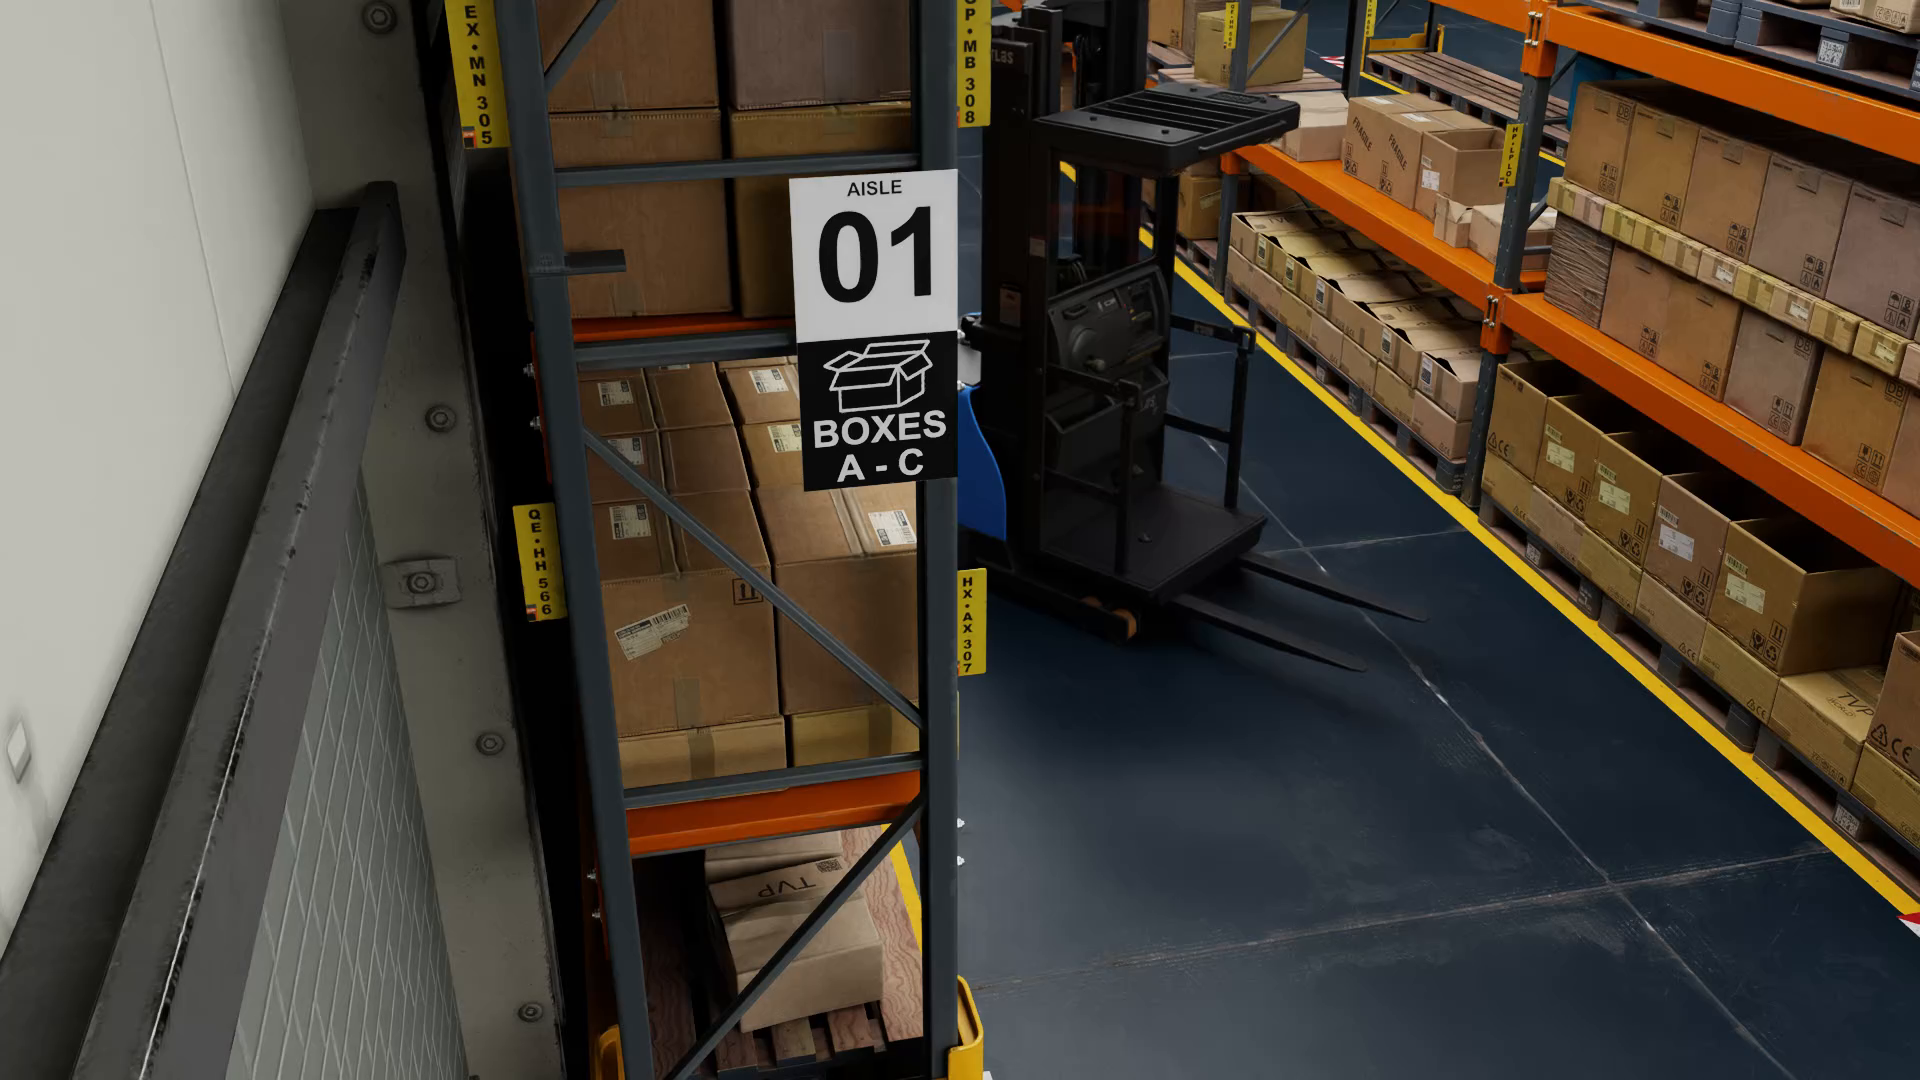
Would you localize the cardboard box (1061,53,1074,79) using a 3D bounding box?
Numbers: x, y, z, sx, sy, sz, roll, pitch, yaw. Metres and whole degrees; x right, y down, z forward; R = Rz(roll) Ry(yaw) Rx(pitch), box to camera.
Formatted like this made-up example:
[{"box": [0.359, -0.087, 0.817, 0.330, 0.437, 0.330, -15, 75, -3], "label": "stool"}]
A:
[{"box": [1.186, -5.011, 18.132, 0.797, 0.503, 0.637, -6, 27, -12], "label": "cardboard box"}]

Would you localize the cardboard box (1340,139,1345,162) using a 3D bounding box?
[{"box": [2.858, -2.683, 11.515, 0.380, 0.149, 0.250, -4, 27, -8], "label": "cardboard box"}]

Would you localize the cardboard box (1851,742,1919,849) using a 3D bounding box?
[{"box": [3.910, 0.997, 6.530, 0.500, 0.250, 0.500, -6, 27, -12], "label": "cardboard box"}]

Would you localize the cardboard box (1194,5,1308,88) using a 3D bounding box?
[{"box": [2.264, -3.846, 12.964, 0.700, 0.500, 0.500, -16, 31, -29], "label": "cardboard box"}]

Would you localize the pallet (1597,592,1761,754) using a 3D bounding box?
[{"box": [3.834, 0.542, 7.942, 1.003, 0.211, 1.213, -6, 27, -12], "label": "pallet"}]

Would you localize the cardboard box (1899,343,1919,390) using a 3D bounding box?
[{"box": [3.875, -0.657, 6.393, 0.380, 0.149, 0.250, -6, 27, -11], "label": "cardboard box"}]

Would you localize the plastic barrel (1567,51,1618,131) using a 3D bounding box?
[{"box": [6.547, -4.617, 16.930, 0.600, 0.901, 0.708, -6, 27, -12], "label": "plastic barrel"}]

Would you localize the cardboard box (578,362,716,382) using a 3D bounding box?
[{"box": [-1.158, -0.464, 6.153, 0.500, 0.500, 0.500, -6, 27, -11], "label": "cardboard box"}]

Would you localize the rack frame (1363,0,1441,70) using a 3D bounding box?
[{"box": [5.540, -7.363, 20.508, 1.000, 3.000, 0.127, -6, 27, -12], "label": "rack frame"}]

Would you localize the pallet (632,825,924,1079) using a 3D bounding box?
[{"box": [-0.672, 1.519, 6.007, 1.003, 0.211, 1.213, -6, 27, -12], "label": "pallet"}]

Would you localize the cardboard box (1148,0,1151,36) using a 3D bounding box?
[{"box": [1.720, -4.811, 14.876, 0.700, 0.500, 0.500, -2, 27, -3], "label": "cardboard box"}]

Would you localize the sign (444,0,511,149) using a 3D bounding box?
[{"box": [-1.052, -1.019, 3.629, 0.100, 0.325, 0.005, -6, 27, -12], "label": "sign"}]

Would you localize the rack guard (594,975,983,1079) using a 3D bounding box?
[{"box": [-0.524, 1.750, 5.228, 1.175, 0.500, 0.348, -6, 27, -12], "label": "rack guard"}]

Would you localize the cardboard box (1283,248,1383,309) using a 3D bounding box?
[{"box": [2.587, -1.846, 11.541, 0.500, 0.311, 0.500, -7, 28, -13], "label": "cardboard box"}]

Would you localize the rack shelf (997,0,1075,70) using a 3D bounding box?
[{"box": [1.164, -5.662, 17.937, 1.077, 0.370, 4.000, -6, 27, -12], "label": "rack shelf"}]

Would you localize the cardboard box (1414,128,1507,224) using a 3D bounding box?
[{"box": [3.142, -2.208, 10.184, 0.500, 0.500, 0.500, -4, 27, -8], "label": "cardboard box"}]

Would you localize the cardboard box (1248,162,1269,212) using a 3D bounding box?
[{"box": [2.568, -2.888, 13.928, 0.500, 0.500, 0.500, -7, 28, -13], "label": "cardboard box"}]

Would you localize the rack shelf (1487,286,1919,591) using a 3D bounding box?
[{"box": [3.868, -0.394, 7.500, 1.077, 0.370, 4.000, -6, 27, -12], "label": "rack shelf"}]

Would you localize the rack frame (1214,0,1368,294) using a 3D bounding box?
[{"box": [2.516, -3.349, 12.557, 1.000, 3.000, 0.127, -6, 27, -12], "label": "rack frame"}]

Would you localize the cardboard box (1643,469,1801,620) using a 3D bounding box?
[{"box": [3.557, 0.006, 7.663, 0.500, 0.500, 0.500, -6, 27, -12], "label": "cardboard box"}]

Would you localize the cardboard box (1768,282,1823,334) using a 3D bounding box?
[{"box": [3.695, -1.000, 7.072, 0.380, 0.149, 0.250, -6, 27, -12], "label": "cardboard box"}]

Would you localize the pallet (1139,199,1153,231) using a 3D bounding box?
[{"box": [2.113, -2.970, 14.901, 1.003, 0.211, 1.213, -6, 27, -12], "label": "pallet"}]

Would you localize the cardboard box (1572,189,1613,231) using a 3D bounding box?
[{"box": [3.346, -1.680, 8.418, 0.380, 0.149, 0.250, -6, 27, -11], "label": "cardboard box"}]

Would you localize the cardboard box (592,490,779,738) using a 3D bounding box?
[{"box": [-0.820, 0.205, 4.826, 0.500, 0.500, 0.500, -6, 27, -12], "label": "cardboard box"}]

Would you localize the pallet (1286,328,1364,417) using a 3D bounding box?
[{"box": [2.935, -1.204, 11.402, 1.003, 0.211, 1.213, -6, 27, -12], "label": "pallet"}]

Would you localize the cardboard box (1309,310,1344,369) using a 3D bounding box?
[{"box": [2.700, -1.376, 11.233, 0.500, 0.250, 0.500, -5, 27, -11], "label": "cardboard box"}]

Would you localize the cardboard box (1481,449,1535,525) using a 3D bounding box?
[{"box": [3.227, -0.319, 9.138, 0.500, 0.250, 0.500, -6, 27, -12], "label": "cardboard box"}]

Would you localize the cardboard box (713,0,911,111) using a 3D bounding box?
[{"box": [-0.357, -1.365, 4.054, 0.500, 0.500, 0.500, -8, 28, -15], "label": "cardboard box"}]

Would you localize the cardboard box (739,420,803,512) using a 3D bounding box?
[{"box": [-0.423, -0.067, 5.366, 0.500, 0.500, 0.500, -6, 27, -11], "label": "cardboard box"}]

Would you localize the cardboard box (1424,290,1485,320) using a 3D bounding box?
[{"box": [3.341, -1.458, 10.772, 0.500, 0.311, 0.500, -7, 28, -13], "label": "cardboard box"}]

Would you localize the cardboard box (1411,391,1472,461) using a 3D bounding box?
[{"box": [3.042, -0.706, 9.905, 0.500, 0.250, 0.500, -6, 27, -12], "label": "cardboard box"}]

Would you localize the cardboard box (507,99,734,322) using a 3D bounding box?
[{"box": [-0.847, -0.883, 4.208, 0.500, 0.500, 0.500, -4, 27, -8], "label": "cardboard box"}]

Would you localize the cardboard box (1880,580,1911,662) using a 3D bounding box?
[{"box": [4.175, 0.173, 7.332, 0.500, 0.500, 0.500, -6, 27, -12], "label": "cardboard box"}]

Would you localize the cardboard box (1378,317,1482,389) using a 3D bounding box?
[{"box": [2.923, -1.180, 10.222, 0.500, 0.311, 0.500, -5, 27, -10], "label": "cardboard box"}]

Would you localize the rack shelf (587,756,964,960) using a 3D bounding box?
[{"box": [-0.957, 0.111, 6.500, 1.077, 0.370, 4.000, -6, 27, -12], "label": "rack shelf"}]

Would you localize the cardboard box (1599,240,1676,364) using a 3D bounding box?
[{"box": [3.649, -1.213, 8.213, 0.700, 0.500, 0.500, -6, 27, -12], "label": "cardboard box"}]

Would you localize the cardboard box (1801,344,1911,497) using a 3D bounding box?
[{"box": [3.997, -0.537, 6.873, 0.700, 0.500, 0.500, -6, 27, -11], "label": "cardboard box"}]

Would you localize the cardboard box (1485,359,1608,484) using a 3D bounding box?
[{"box": [3.217, -0.653, 8.967, 0.500, 0.500, 0.500, -6, 27, -12], "label": "cardboard box"}]

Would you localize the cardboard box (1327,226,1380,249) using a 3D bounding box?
[{"box": [2.997, -2.127, 12.098, 0.500, 0.311, 0.500, -6, 27, -12], "label": "cardboard box"}]

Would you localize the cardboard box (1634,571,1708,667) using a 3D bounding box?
[{"box": [3.560, 0.340, 7.833, 0.500, 0.250, 0.500, -6, 27, -12], "label": "cardboard box"}]

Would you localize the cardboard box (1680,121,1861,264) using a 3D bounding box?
[{"box": [3.751, -1.581, 7.503, 0.700, 0.500, 0.500, -6, 27, -12], "label": "cardboard box"}]

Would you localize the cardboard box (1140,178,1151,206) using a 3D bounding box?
[{"box": [1.836, -3.273, 14.692, 0.500, 0.500, 0.500, -7, 28, -14], "label": "cardboard box"}]

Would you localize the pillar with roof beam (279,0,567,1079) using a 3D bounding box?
[{"box": [2.687, -2.667, 4.548, 9.100, 9.000, 0.400, -6, 27, -12], "label": "pillar with roof beam"}]

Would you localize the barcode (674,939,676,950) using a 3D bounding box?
[{"box": [-0.969, 1.387, 5.658, 0.001, 0.075, 0.075, -6, 27, -12], "label": "barcode"}]

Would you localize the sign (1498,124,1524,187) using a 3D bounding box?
[{"box": [2.891, -2.015, 8.717, 0.100, 0.325, 0.005, -6, 27, -12], "label": "sign"}]

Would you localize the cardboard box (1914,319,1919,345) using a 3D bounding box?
[{"box": [4.090, -0.921, 6.195, 0.700, 0.500, 0.500, -7, 28, -13], "label": "cardboard box"}]

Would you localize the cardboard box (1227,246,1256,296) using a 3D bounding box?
[{"box": [2.348, -2.049, 12.567, 0.500, 0.250, 0.500, -6, 27, -12], "label": "cardboard box"}]

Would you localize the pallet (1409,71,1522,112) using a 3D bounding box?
[{"box": [5.959, -5.217, 19.352, 1.003, 0.211, 1.213, -6, 27, -12], "label": "pallet"}]

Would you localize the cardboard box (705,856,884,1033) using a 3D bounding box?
[{"box": [-0.575, 1.359, 5.725, 0.500, 0.311, 0.500, -9, 28, -17], "label": "cardboard box"}]

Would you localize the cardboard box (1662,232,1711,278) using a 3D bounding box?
[{"box": [3.521, -1.341, 7.748, 0.380, 0.149, 0.250, -7, 28, -13], "label": "cardboard box"}]

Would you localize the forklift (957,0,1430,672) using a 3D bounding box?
[{"box": [0.905, -1.068, 8.113, 3.031, 2.935, 1.130, 21, 34, 36], "label": "forklift"}]
